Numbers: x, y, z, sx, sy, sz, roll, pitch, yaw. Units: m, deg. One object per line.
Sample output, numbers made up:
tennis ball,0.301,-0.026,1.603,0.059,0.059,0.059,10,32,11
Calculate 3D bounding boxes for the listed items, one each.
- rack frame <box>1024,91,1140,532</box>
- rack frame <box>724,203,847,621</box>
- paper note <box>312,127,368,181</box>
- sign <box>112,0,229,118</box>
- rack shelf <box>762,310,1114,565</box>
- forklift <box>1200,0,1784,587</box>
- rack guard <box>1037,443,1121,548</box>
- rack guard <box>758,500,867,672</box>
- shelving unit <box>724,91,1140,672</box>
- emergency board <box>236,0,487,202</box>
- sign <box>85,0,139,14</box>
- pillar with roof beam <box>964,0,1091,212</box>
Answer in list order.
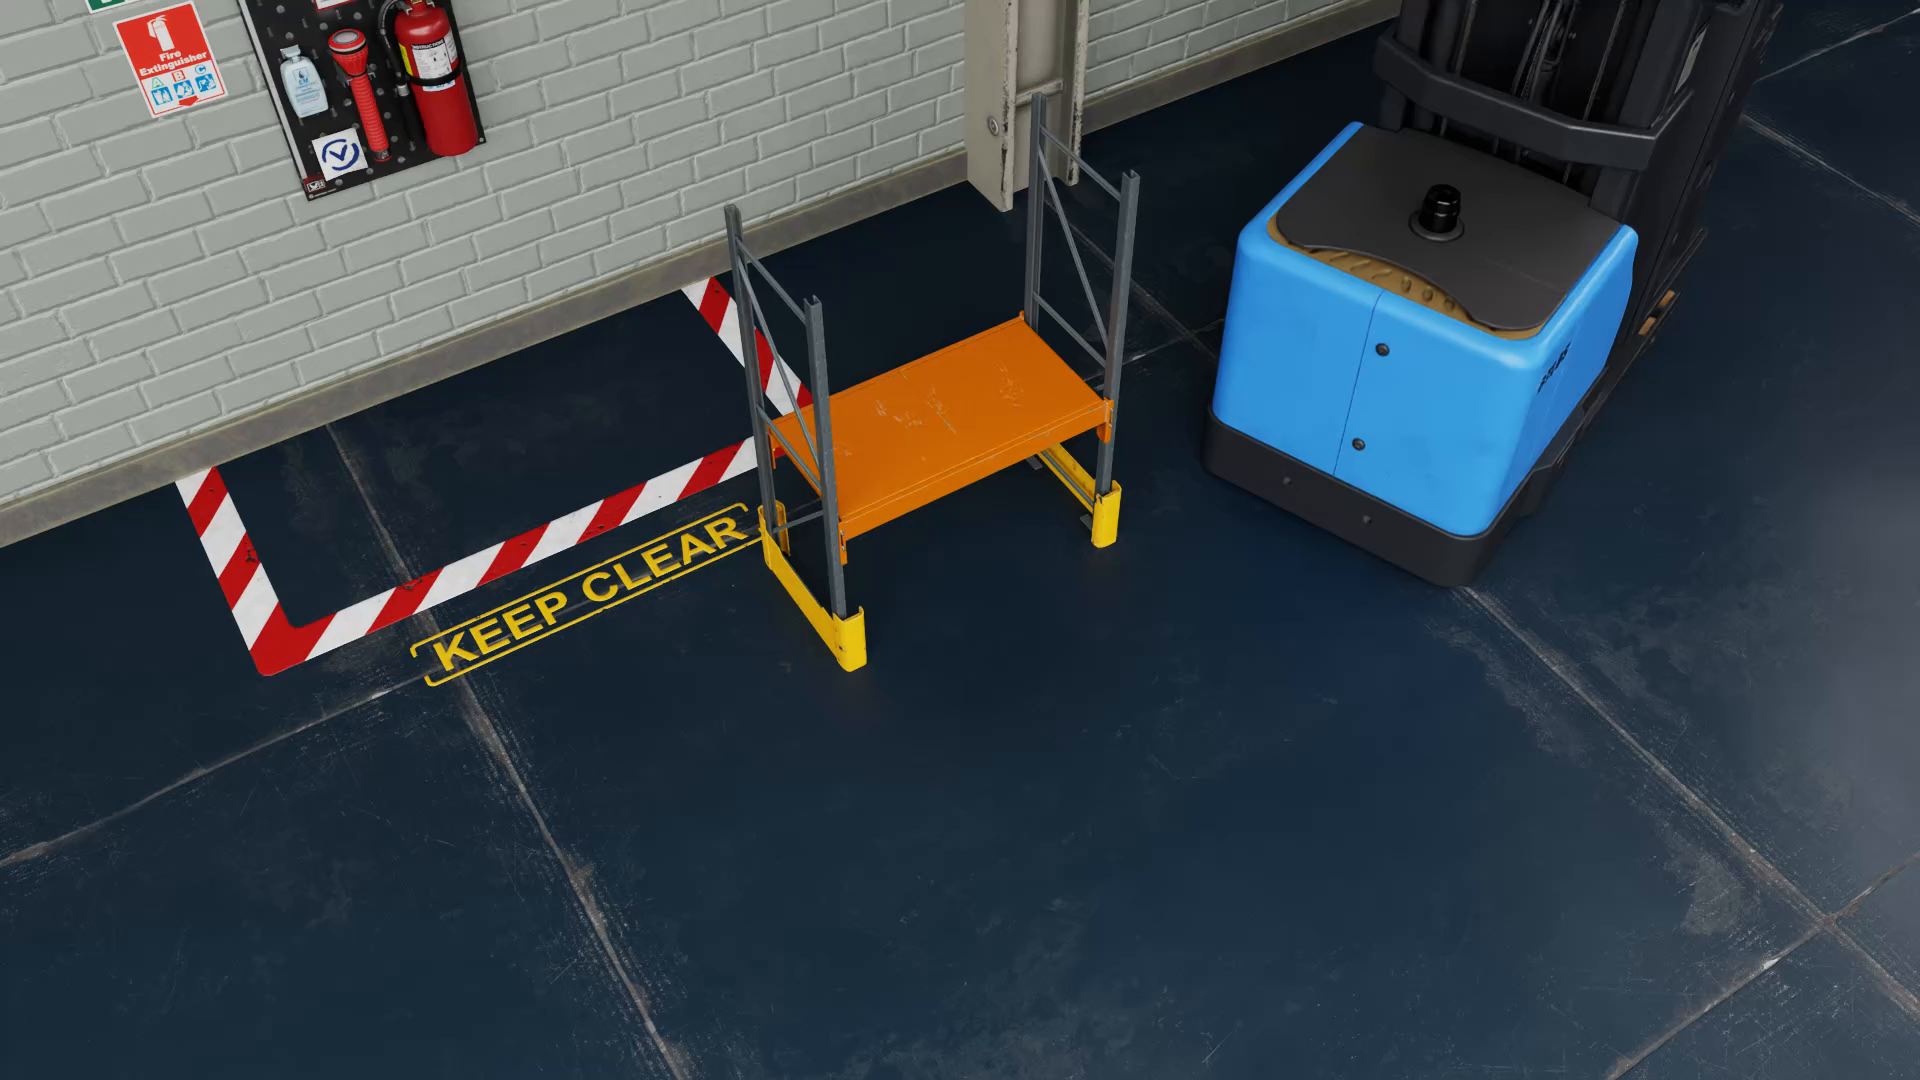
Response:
rack frame,0.358,-0.667,5.340,0.032,1.500,0.500,-25,53,-21
rack frame,-0.502,-0.262,4.979,0.032,1.500,0.500,-25,53,-21
paper note,-2.034,-1.267,5.459,0.142,0.148,0.016,-25,53,-21
sign,-2.370,-1.443,5.003,0.234,0.329,0.001,-25,53,-21
rack shelf,-0.072,-0.345,5.294,1.000,0.185,0.538,-25,53,-21
forklift,2.137,-1.878,5.460,1.130,2.935,3.031,29,54,23
rack guard,0.357,-0.251,5.806,0.087,0.250,0.587,-25,53,-21
rack guard,-0.486,0.146,5.453,0.087,0.250,0.587,-25,53,-21
shelving unit,-0.064,-0.468,5.163,1.083,1.500,0.587,-25,53,-21
emergency board,-1.848,-1.587,5.154,0.643,1.169,0.194,-25,53,-21
sign,-2.362,-1.616,4.802,0.331,0.109,0.001,-25,53,-21
pillar with roof beam,2.560,-1.823,1.348,0.400,9.000,9.100,-25,53,-21
